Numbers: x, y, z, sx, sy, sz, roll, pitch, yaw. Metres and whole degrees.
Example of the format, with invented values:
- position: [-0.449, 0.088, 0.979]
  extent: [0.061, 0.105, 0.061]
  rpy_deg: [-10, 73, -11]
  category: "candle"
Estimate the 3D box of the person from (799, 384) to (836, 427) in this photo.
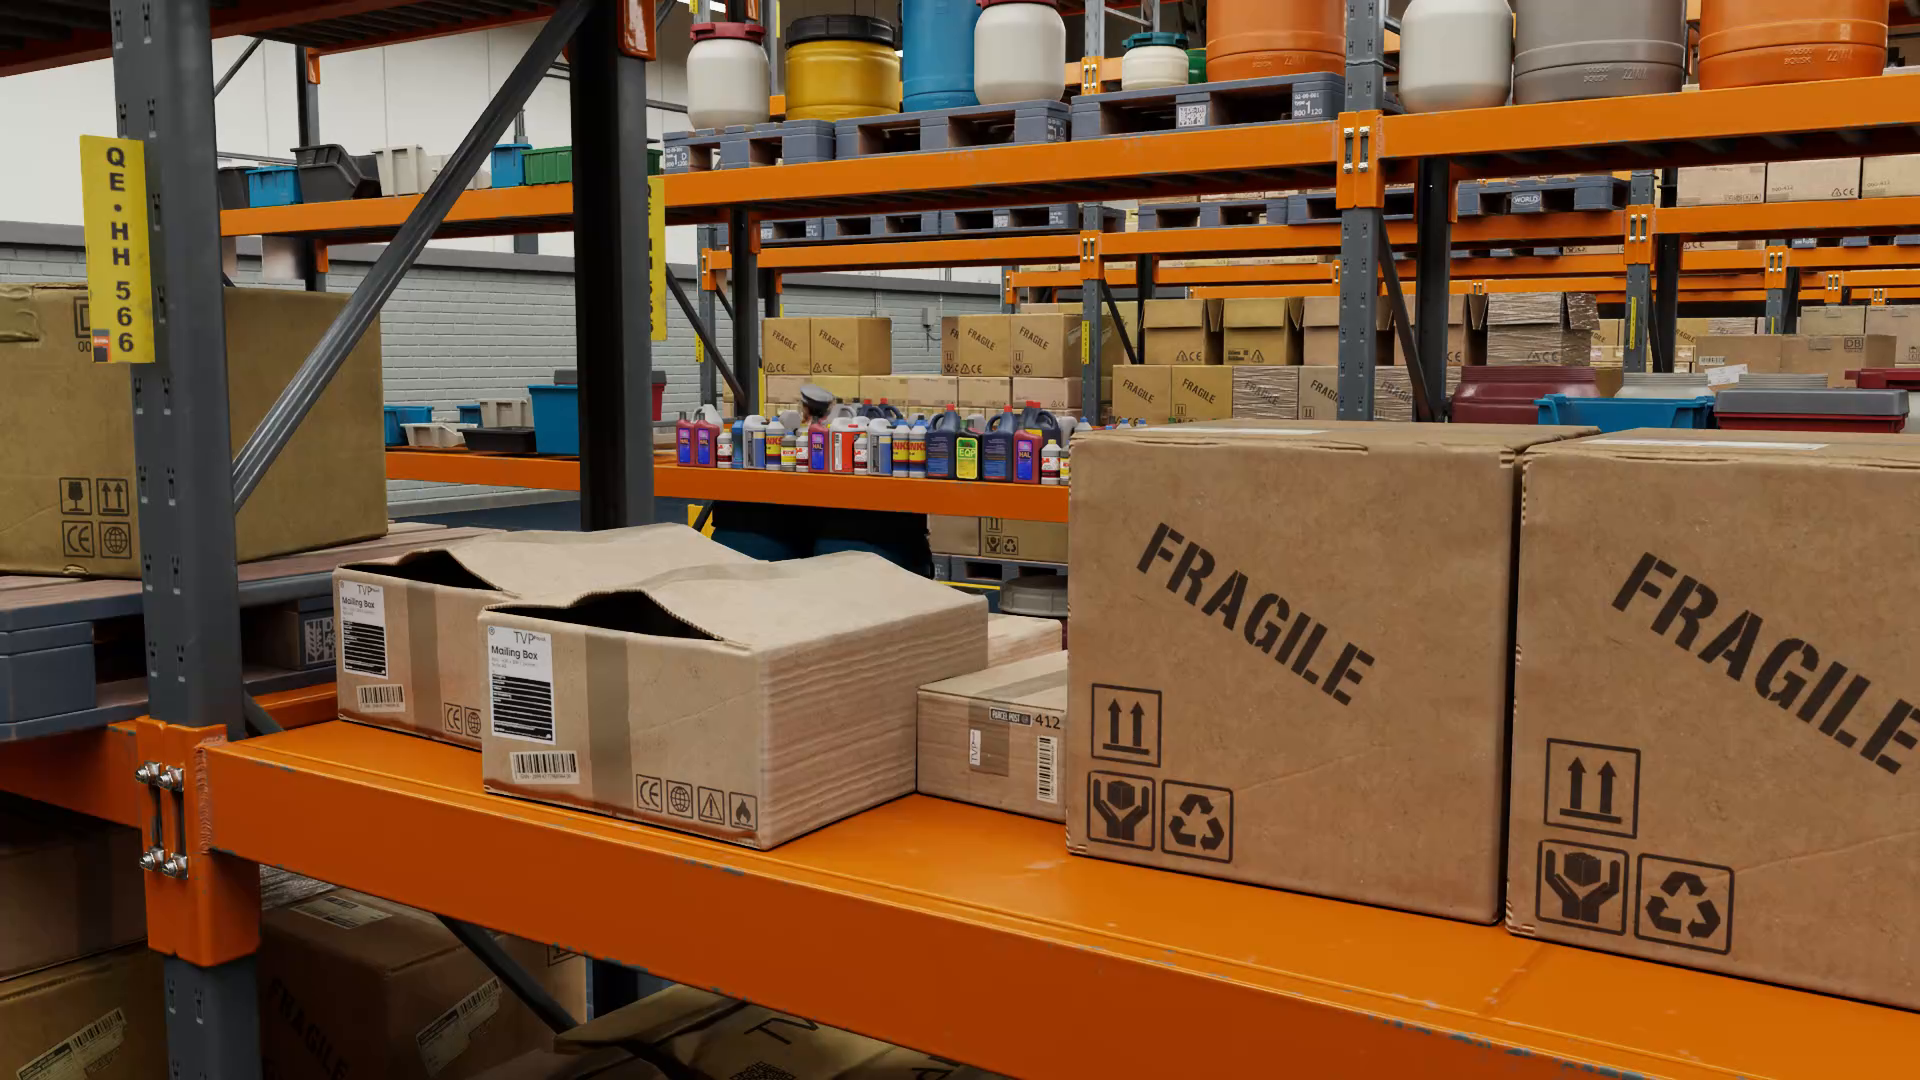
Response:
- position: [-1.038, -0.302, 12.010]
  extent: [0.879, 1.648, 0.500]
  rpy_deg: [5, 8, 37]
  category: "person"
